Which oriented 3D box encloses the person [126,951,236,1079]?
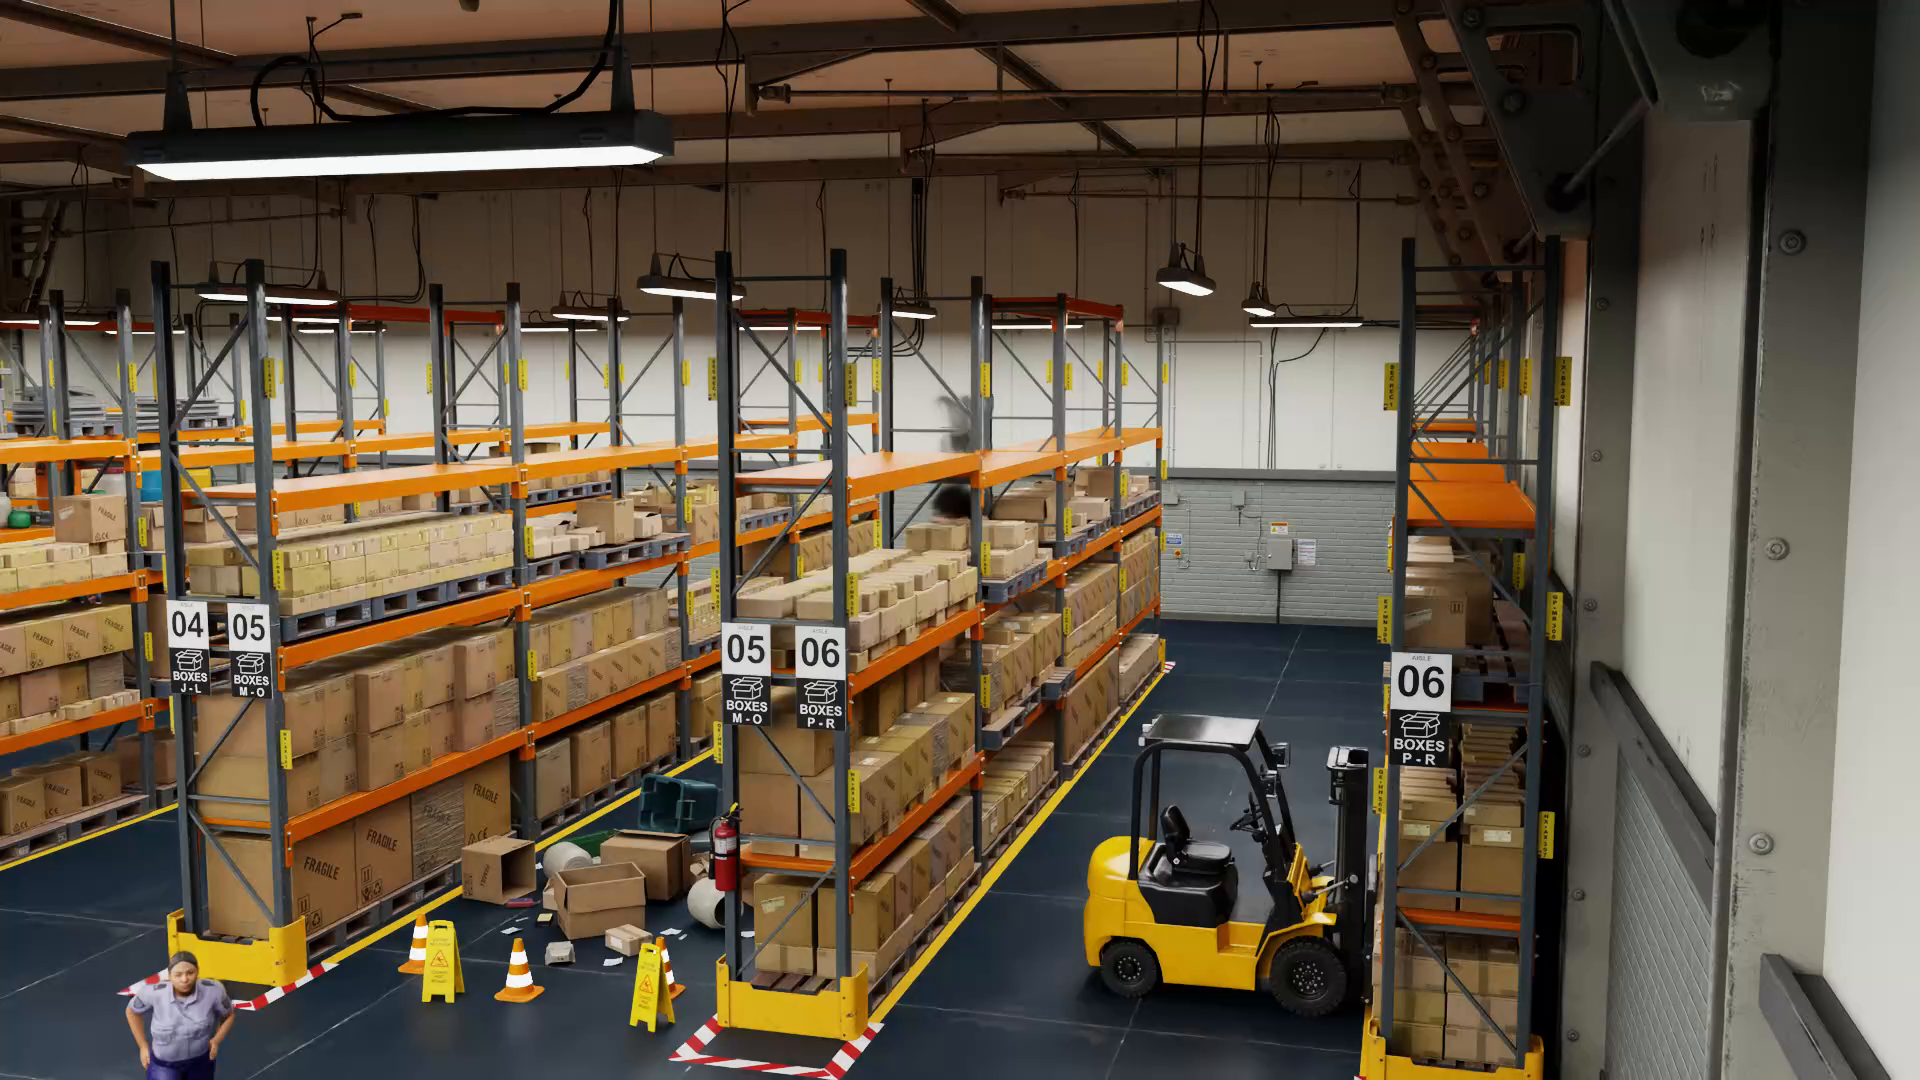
[{"bbox_3d":[-4.830,3.293,10.350,0.600,1.652,0.876,-4,7,-31],"label":"person"}]
